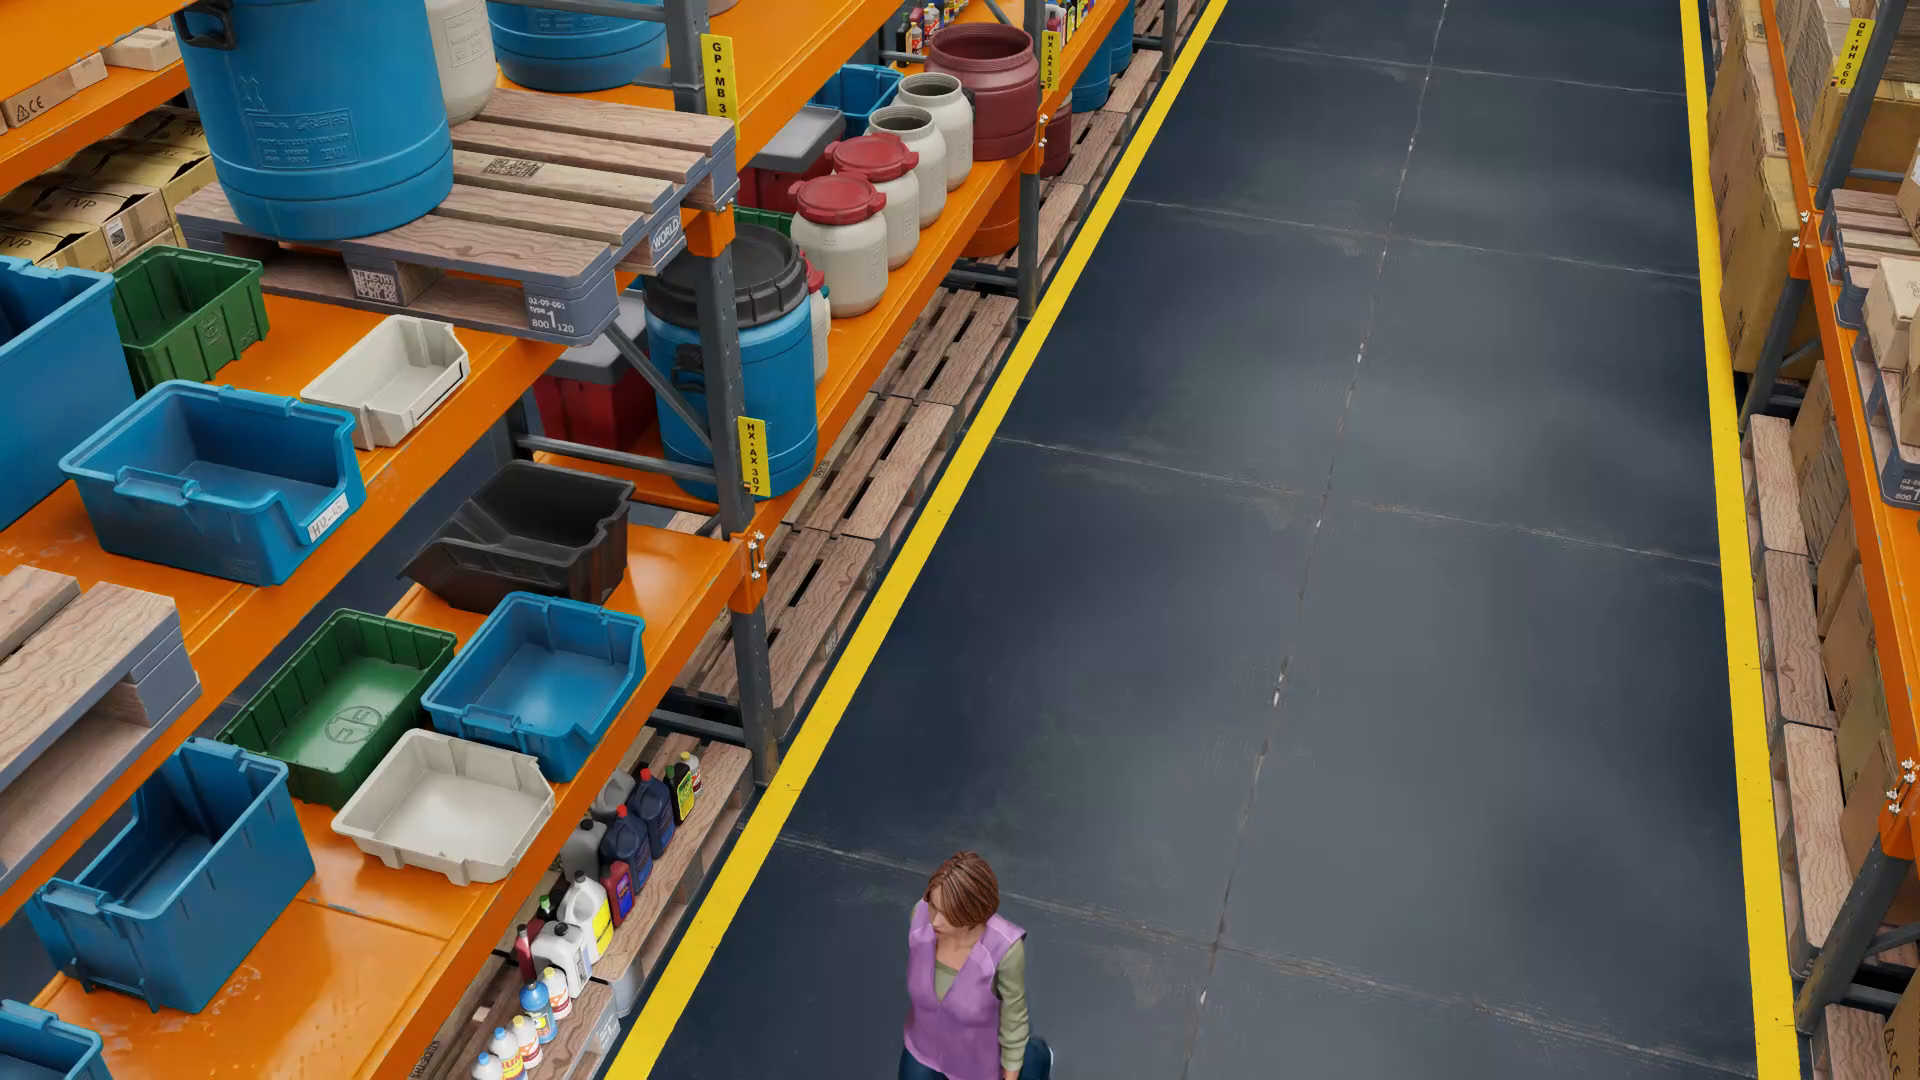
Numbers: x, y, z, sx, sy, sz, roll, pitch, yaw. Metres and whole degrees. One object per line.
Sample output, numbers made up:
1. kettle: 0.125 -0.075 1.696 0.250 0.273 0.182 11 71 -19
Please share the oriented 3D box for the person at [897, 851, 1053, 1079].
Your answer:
1. person: 0.039 1.471 4.965 0.426 1.560 0.862 16 40 19
